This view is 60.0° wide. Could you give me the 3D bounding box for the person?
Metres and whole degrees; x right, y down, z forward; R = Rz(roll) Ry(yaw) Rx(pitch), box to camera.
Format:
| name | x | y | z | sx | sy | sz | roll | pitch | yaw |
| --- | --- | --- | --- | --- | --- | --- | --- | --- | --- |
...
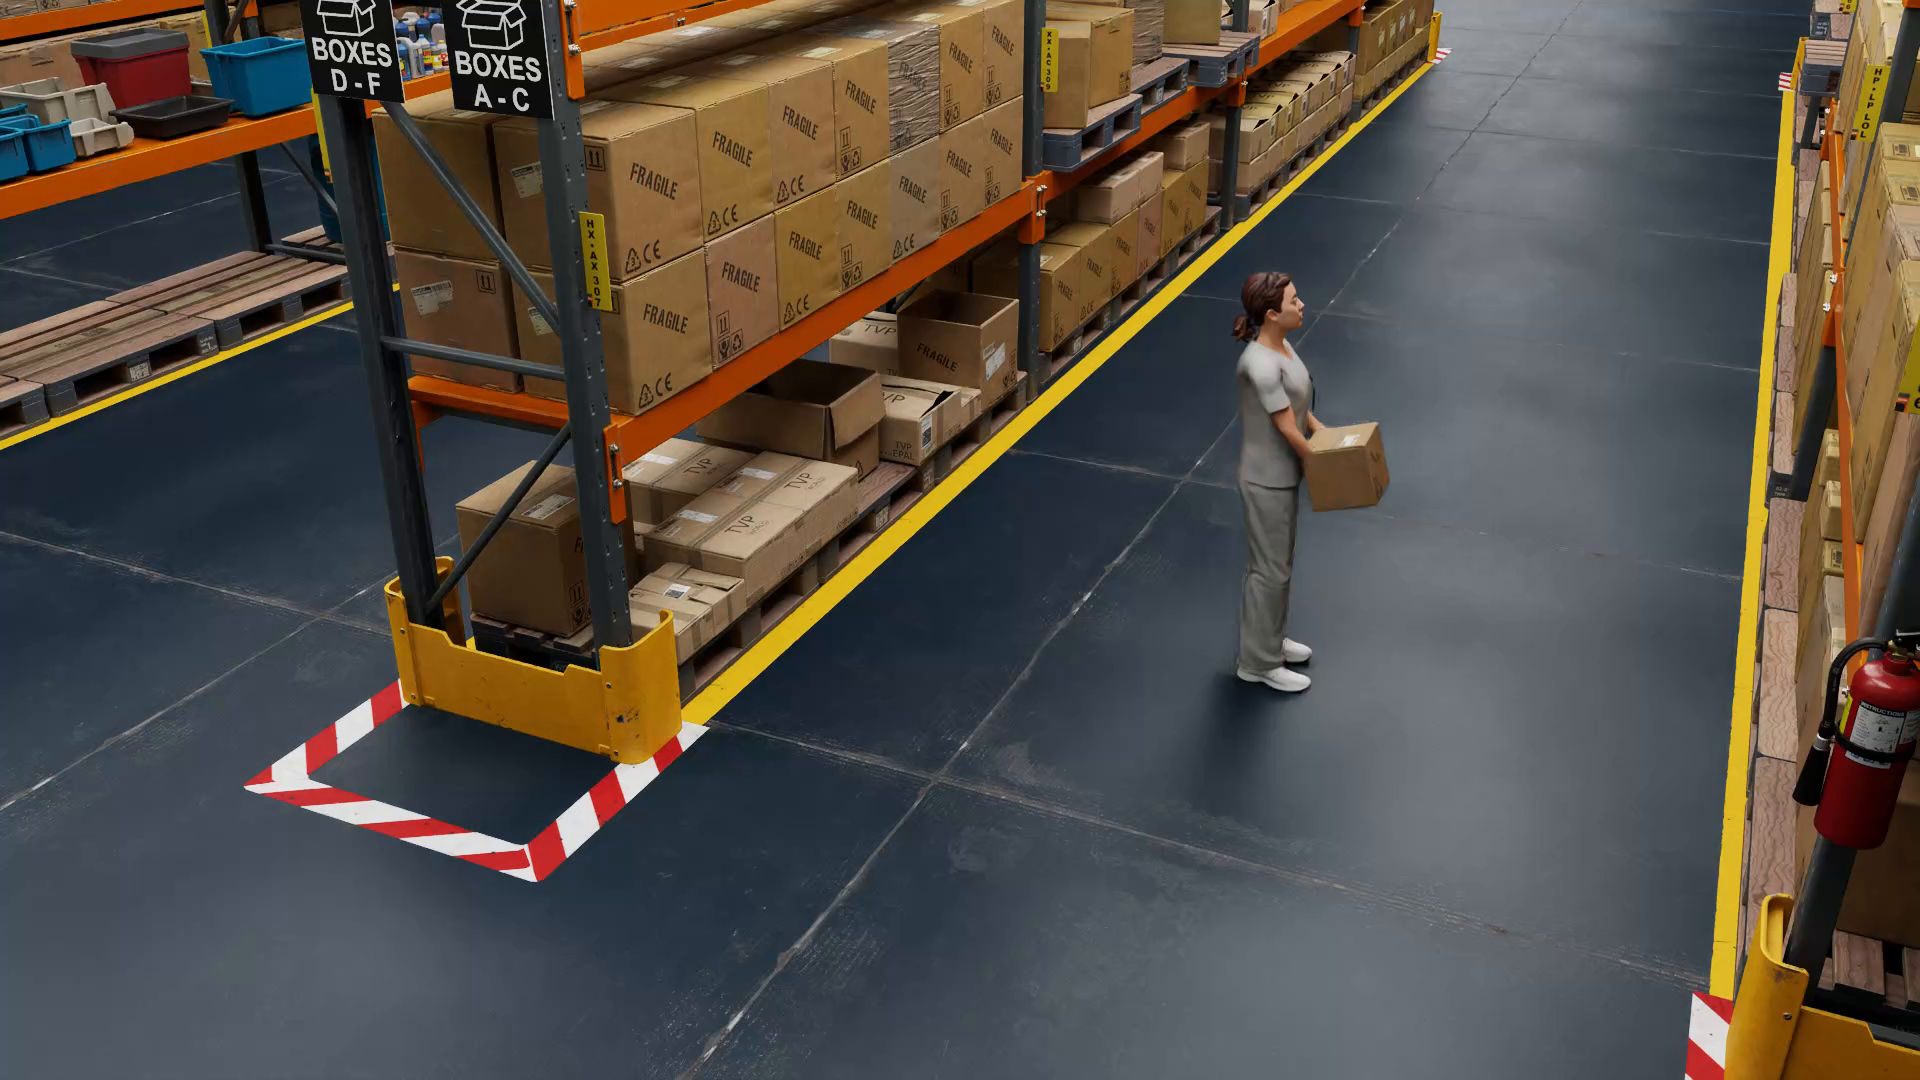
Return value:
| name | x | y | z | sx | sy | sz | roll | pitch | yaw |
| --- | --- | --- | --- | --- | --- | --- | --- | --- | --- |
| person | 1.290 | -0.242 | 6.605 | 0.534 | 1.674 | 0.474 | 7 | 27 | 14 |
